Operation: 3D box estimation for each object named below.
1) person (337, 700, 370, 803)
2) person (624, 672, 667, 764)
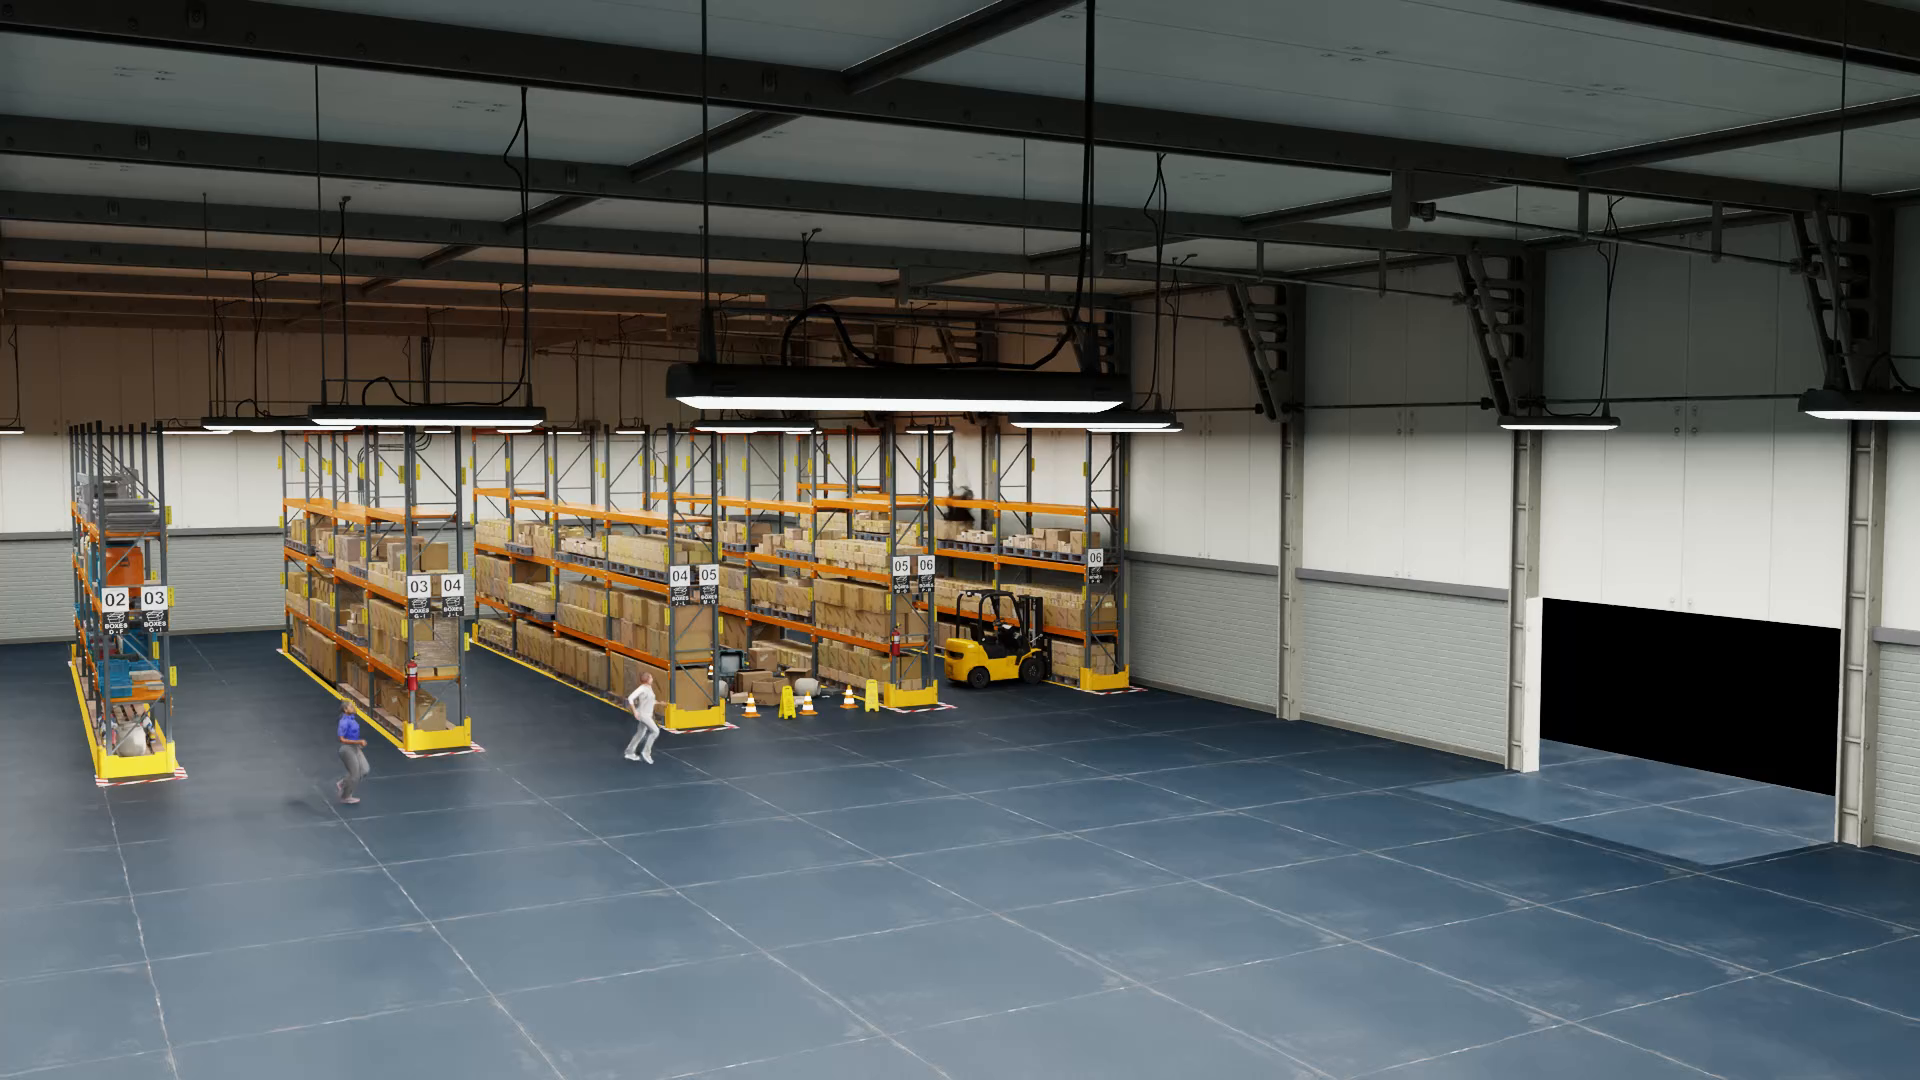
[{"bbox_3d":[-9.496,3.305,26.002,0.566,1.609,0.569,0,4,-3],"label":"person"},{"bbox_3d":[-5.523,3.120,29.176,0.762,1.615,0.498,0,4,1],"label":"person"}]
